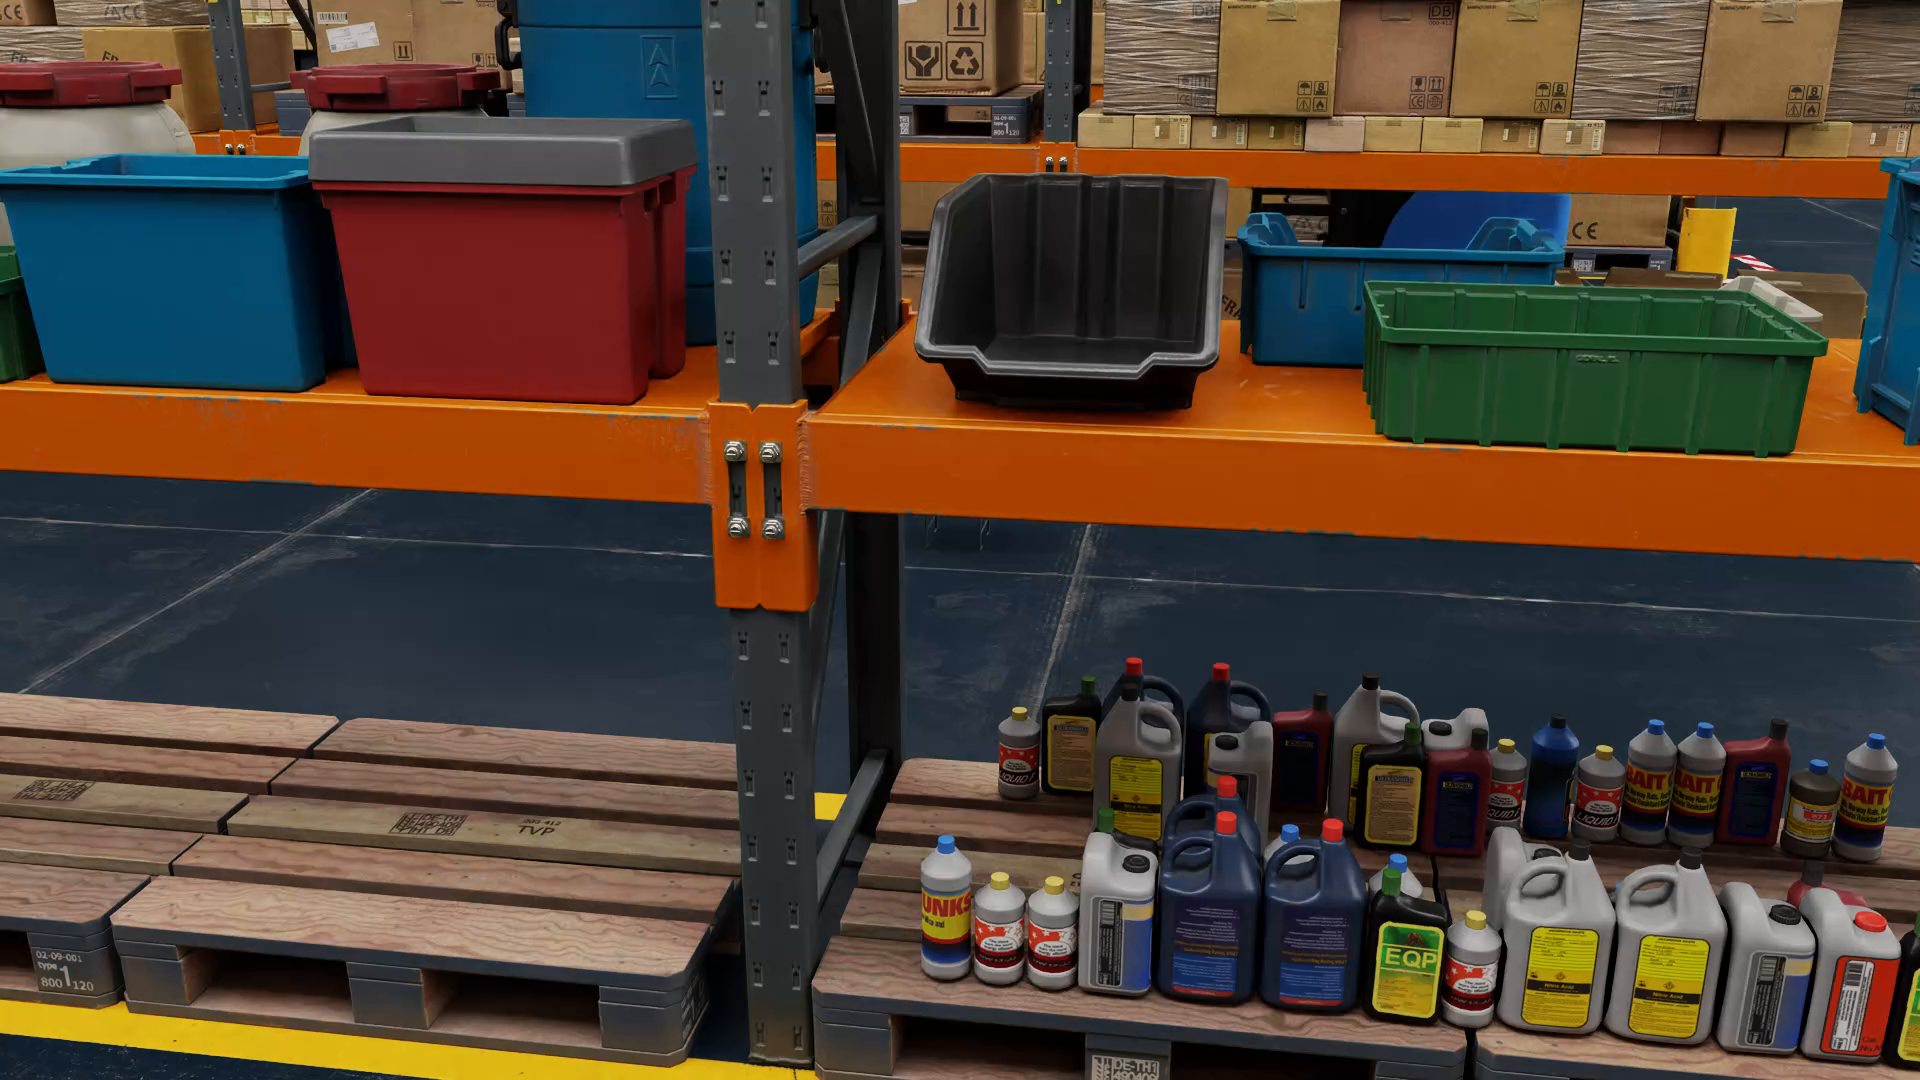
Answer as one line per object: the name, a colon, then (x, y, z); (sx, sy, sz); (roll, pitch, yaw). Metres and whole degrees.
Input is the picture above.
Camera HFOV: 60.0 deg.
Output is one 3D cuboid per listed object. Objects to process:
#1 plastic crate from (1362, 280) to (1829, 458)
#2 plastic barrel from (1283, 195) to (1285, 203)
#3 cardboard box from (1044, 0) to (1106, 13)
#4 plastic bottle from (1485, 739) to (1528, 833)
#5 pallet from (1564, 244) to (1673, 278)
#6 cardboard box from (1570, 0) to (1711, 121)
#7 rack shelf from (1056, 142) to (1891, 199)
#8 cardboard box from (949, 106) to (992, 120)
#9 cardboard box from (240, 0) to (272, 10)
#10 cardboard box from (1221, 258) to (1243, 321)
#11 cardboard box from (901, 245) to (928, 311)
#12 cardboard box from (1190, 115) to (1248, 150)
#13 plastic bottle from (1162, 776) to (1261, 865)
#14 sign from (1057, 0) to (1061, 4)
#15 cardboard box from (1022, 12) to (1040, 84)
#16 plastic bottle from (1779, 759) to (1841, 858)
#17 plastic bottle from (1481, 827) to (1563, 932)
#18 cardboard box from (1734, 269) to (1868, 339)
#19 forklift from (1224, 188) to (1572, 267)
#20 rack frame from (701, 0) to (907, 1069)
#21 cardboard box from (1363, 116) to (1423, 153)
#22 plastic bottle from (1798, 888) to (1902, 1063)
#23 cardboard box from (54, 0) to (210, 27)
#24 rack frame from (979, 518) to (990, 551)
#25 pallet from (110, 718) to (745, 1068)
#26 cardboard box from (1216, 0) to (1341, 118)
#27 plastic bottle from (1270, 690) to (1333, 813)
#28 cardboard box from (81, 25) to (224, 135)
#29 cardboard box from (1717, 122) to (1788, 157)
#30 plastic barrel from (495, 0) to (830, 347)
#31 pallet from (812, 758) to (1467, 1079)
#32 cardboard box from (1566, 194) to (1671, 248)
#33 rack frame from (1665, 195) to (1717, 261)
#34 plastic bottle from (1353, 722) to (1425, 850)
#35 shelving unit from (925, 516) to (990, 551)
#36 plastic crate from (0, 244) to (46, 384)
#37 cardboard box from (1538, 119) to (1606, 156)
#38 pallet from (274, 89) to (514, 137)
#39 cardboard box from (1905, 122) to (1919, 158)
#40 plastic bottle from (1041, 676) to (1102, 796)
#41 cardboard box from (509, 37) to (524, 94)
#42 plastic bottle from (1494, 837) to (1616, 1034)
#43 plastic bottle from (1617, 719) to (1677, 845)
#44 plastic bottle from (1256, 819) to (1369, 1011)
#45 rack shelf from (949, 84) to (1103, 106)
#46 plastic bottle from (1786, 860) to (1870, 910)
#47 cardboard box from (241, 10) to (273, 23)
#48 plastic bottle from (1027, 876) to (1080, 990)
plastic crate: (1.025, -0.297, 2.797); (0.662, 0.188, 0.450); (3, 19, 9)
plastic barrel: (2.765, -2.856, 14.172); (0.512, 0.421, 0.421); (-15, 24, -38)
cardboard box: (0.910, -4.199, 12.393); (0.500, 0.500, 0.700); (3, 19, 8)
plastic bottle: (1.200, 0.539, 3.681); (0.097, 0.201, 0.097); (0, 18, 0)
pallet: (4.549, -2.146, 12.386); (1.213, 0.211, 1.003); (3, 19, 9)
cardboard box: (2.926, -2.155, 7.391); (0.500, 0.500, 0.875); (3, 19, 9)
rack shelf: (2.490, -1.664, 7.682); (4.000, 0.370, 1.077); (3, 19, 9)
cardboard box: (0.181, -5.974, 22.510); (0.625, 0.625, 0.875); (4, 19, 10)
cardboard box: (-5.406, -4.216, 12.973); (0.250, 0.149, 0.380); (3, 19, 8)
cardboard box: (1.470, -1.060, 8.022); (0.500, 0.500, 0.500); (9, 21, 26)
cardboard box: (-0.088, -1.167, 8.308); (0.500, 0.500, 0.700); (1, 19, 4)
cardboard box: (1.175, -1.861, 7.533); (0.250, 0.149, 0.380); (3, 19, 9)
plastic bottle: (0.483, 0.619, 3.207); (0.185, 0.351, 0.144); (3, 19, 9)
sign: (0.430, -2.481, 7.165); (0.005, 0.325, 0.100); (3, 19, 9)
cardboard box: (0.345, -3.670, 12.386); (0.500, 0.500, 0.500); (3, 19, 8)
plastic bottle: (1.836, 0.572, 3.584); (0.097, 0.201, 0.097); (0, 18, 0)
plastic bottle: (1.065, 0.683, 3.134); (0.135, 0.276, 0.152); (3, 19, 9)
cardboard box: (3.850, -0.955, 7.707); (0.500, 0.500, 0.500); (7, 20, 19)
forklift: (2.079, -2.757, 9.923); (3.031, 2.935, 1.130); (3, 19, 9)
rack frame: (-0.271, -0.554, 3.231); (0.127, 3.000, 1.000); (3, 19, 9)
cardboard box: (1.918, -1.826, 7.430); (0.250, 0.149, 0.380); (3, 19, 9)
plastic bottle: (1.551, 0.754, 2.921); (0.135, 0.276, 0.152); (3, 19, 9)
cardboard box: (-4.154, -2.872, 8.421); (0.637, 0.503, 0.797); (4, 19, 11)
rack frame: (0.092, -0.422, 6.146); (0.006, 0.900, 0.240); (3, 19, 9)
pallet: (-1.052, 0.741, 3.756); (1.213, 0.211, 1.003); (3, 19, 9)
cardboard box: (1.437, -2.216, 7.572); (0.500, 0.500, 0.875); (3, 19, 9)
plastic bottle: (0.768, 0.472, 3.751); (0.133, 0.283, 0.061); (4, 19, 12)
cardboard box: (-3.961, -2.302, 8.297); (0.500, 0.500, 0.500); (4, 19, 10)
cardboard box: (3.404, -1.762, 7.236); (0.250, 0.149, 0.380); (3, 19, 9)
plastic barrel: (-0.604, -0.906, 3.494); (0.708, 0.901, 0.600); (3, 19, 9)
pallet: (0.386, 0.815, 3.534); (1.213, 0.211, 1.003); (3, 19, 9)
cardboard box: (4.671, -2.658, 12.207); (0.875, 0.875, 0.875); (3, 19, 9)
rack frame: (5.351, -3.453, 11.896); (0.127, 3.000, 1.000); (3, 19, 9)
plastic bottle: (0.928, 0.527, 3.588); (0.133, 0.283, 0.061); (3, 19, 9)
shelving unit: (-0.008, -0.427, 6.162); (0.210, 0.900, 0.258); (3, 19, 9)
plastic crate: (-2.035, -0.453, 3.263); (0.662, 0.188, 0.450); (3, 19, 9)
cardboard box: (2.652, -1.777, 7.284); (0.250, 0.149, 0.380); (3, 19, 9)
pallet: (-2.714, -2.214, 8.494); (1.003, 0.211, 1.213); (3, 19, 9)
cardboard box: (4.150, -1.735, 7.157); (0.250, 0.149, 0.380); (3, 19, 9)
plastic bottle: (0.257, 0.446, 3.829); (0.133, 0.283, 0.061); (4, 19, 11)
cardboard box: (-1.816, -2.279, 7.960); (0.500, 0.250, 0.500); (2, 19, 7)
plastic bottle: (1.066, 0.695, 2.980); (0.185, 0.351, 0.144); (3, 19, 8)
plastic bottle: (1.501, 0.521, 3.624); (0.097, 0.271, 0.097); (0, 18, 0)
plastic bottle: (0.647, 0.674, 3.044); (0.185, 0.351, 0.144); (2, 19, 6)
rack shelf: (-0.573, -3.414, 12.913); (4.000, 0.370, 1.077); (3, 19, 9)
plastic bottle: (1.568, 0.717, 3.020); (0.133, 0.283, 0.061); (3, 19, 9)
cardboard box: (-5.413, -4.076, 13.023); (0.250, 0.149, 0.380); (2, 19, 6)
plastic bottle: (0.175, 0.728, 3.117); (0.097, 0.201, 0.097); (0, 18, 0)
